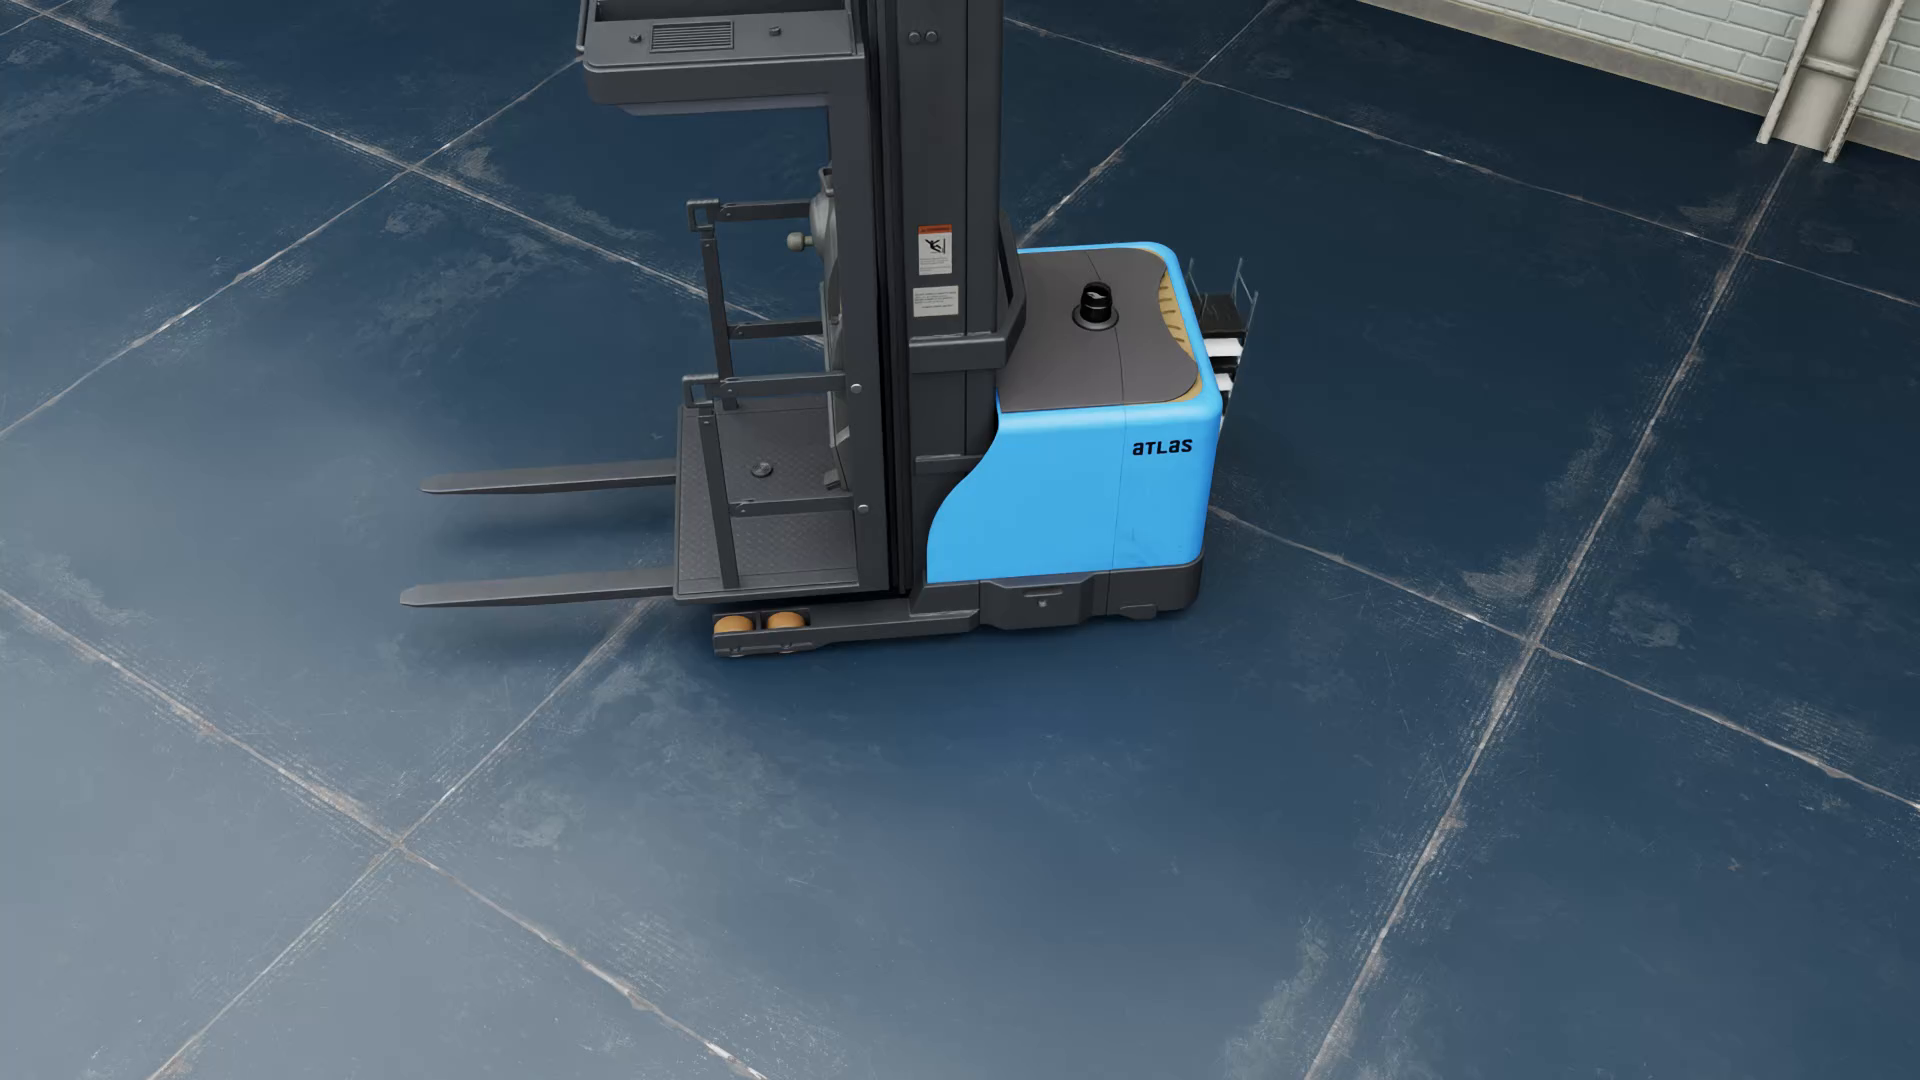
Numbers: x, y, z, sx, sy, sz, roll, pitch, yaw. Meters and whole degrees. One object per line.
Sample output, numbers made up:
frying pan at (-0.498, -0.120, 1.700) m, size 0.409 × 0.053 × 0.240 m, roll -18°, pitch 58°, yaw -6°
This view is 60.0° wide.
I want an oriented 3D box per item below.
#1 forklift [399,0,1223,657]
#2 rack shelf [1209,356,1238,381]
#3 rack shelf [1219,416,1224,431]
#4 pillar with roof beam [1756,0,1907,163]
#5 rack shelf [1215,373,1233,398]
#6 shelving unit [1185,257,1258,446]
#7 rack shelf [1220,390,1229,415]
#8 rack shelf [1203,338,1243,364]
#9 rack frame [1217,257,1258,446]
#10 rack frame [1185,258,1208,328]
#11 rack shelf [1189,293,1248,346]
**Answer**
forklift at (-0.623, -0.977, 5.655) m, size 3.031 × 2.935 × 1.130 m, roll -4°, pitch 46°, yaw -4°
rack shelf at (0.995, -0.753, 6.764) m, size 0.200 × 0.077 × 0.258 m, roll -3°, pitch 46°, yaw -10°
rack shelf at (0.970, -0.563, 6.955) m, size 0.200 × 0.077 × 0.258 m, roll -3°, pitch 46°, yaw -10°
pillar with roof beam at (2.138, -2.665, 3.065) m, size 0.400 × 9.000 × 9.100 m, roll 25°, pitch 51°, yaw 22°
rack shelf at (0.987, -0.690, 6.828) m, size 0.200 × 0.077 × 0.258 m, roll -3°, pitch 46°, yaw -10°
shelving unit at (0.990, -0.714, 6.804) m, size 0.210 × 0.900 × 0.258 m, roll -3°, pitch 46°, yaw -10°
rack shelf at (0.979, -0.627, 6.891) m, size 0.200 × 0.077 × 0.258 m, roll -3°, pitch 46°, yaw -10°
rack shelf at (1.003, -0.817, 6.701) m, size 0.200 × 0.077 × 0.258 m, roll -3°, pitch 46°, yaw -10°
rack frame at (1.090, -0.718, 6.822) m, size 0.006 × 0.900 × 0.240 m, roll -3°, pitch 46°, yaw -10°
rack frame at (0.890, -0.709, 6.787) m, size 0.006 × 0.900 × 0.240 m, roll -3°, pitch 46°, yaw -10°
rack shelf at (1.011, -0.880, 6.638) m, size 0.200 × 0.077 × 0.258 m, roll -3°, pitch 46°, yaw -10°
